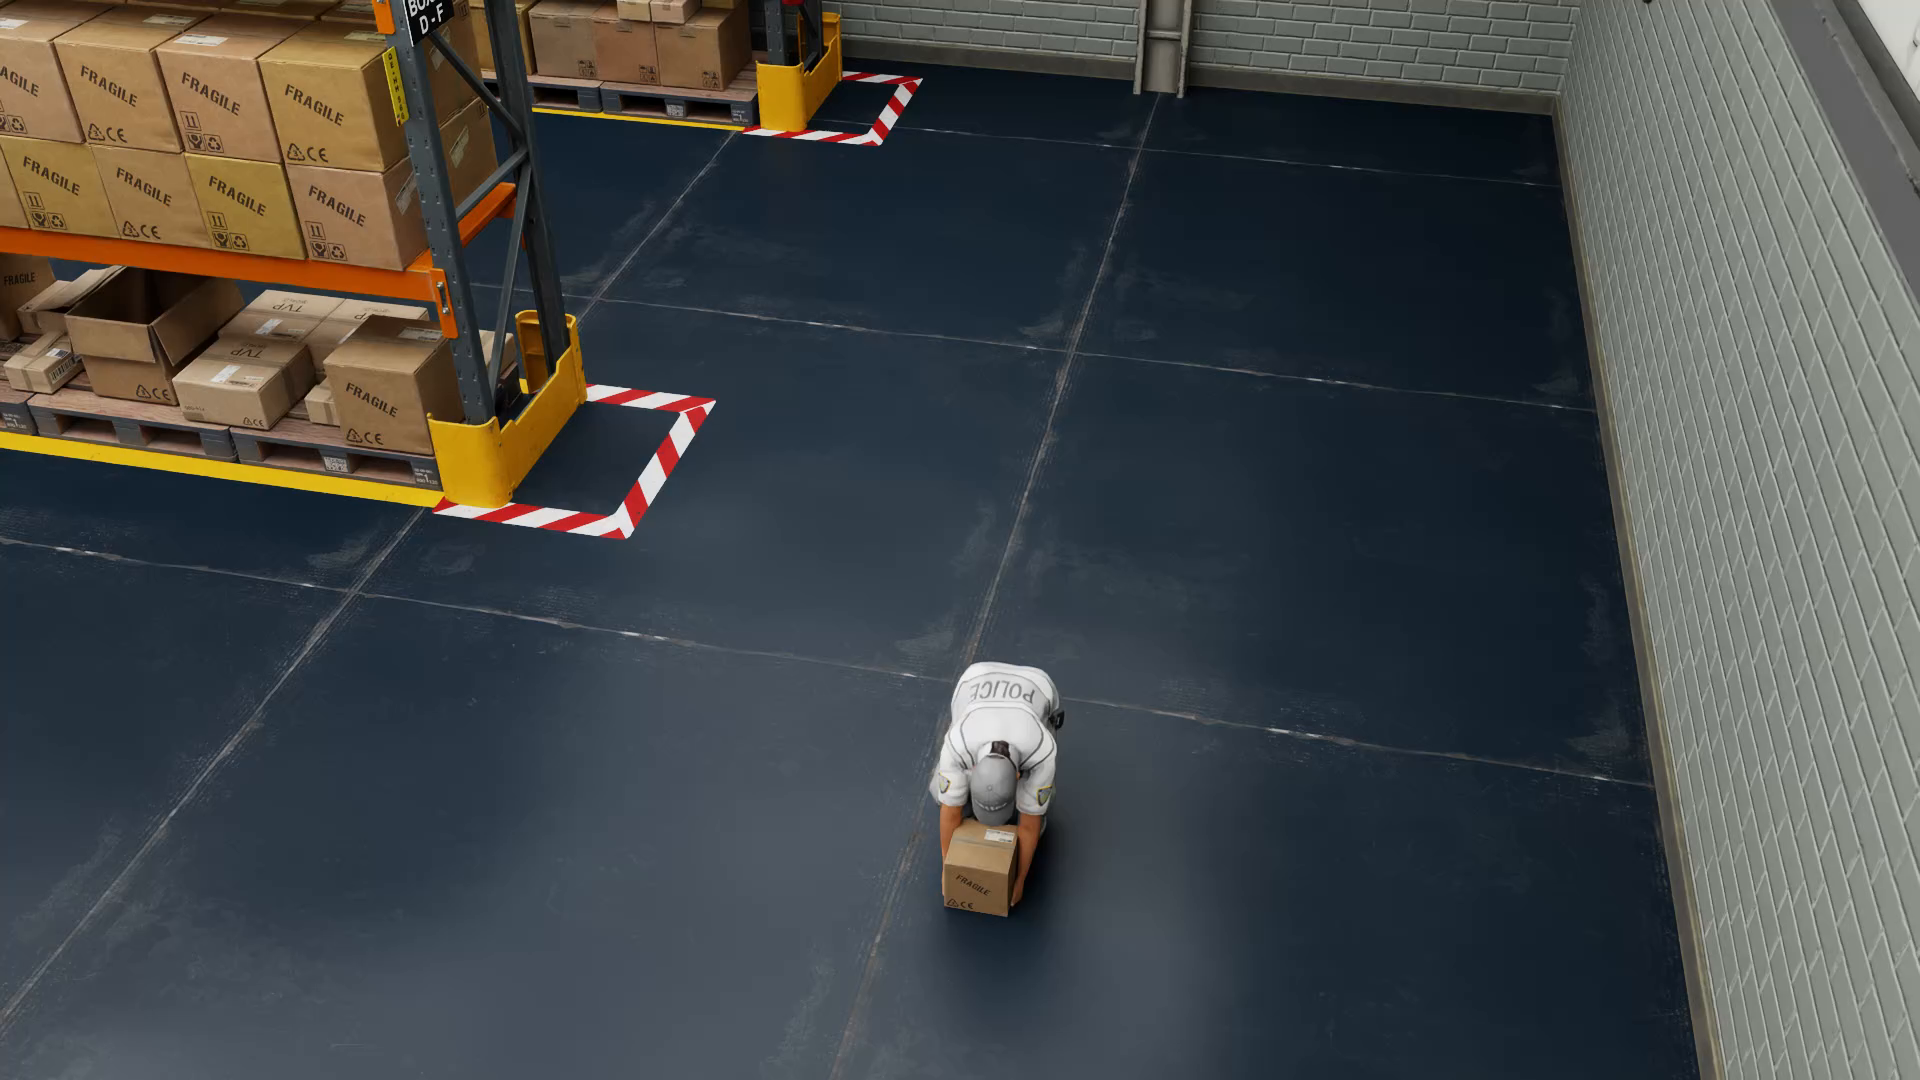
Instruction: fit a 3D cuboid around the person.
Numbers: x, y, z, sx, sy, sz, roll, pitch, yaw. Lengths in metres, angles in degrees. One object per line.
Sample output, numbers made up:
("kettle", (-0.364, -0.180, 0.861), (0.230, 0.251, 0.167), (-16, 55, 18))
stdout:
("person", (0.146, 0.910, 6.567), (0.506, 0.798, 0.907), (7, 37, 9))
